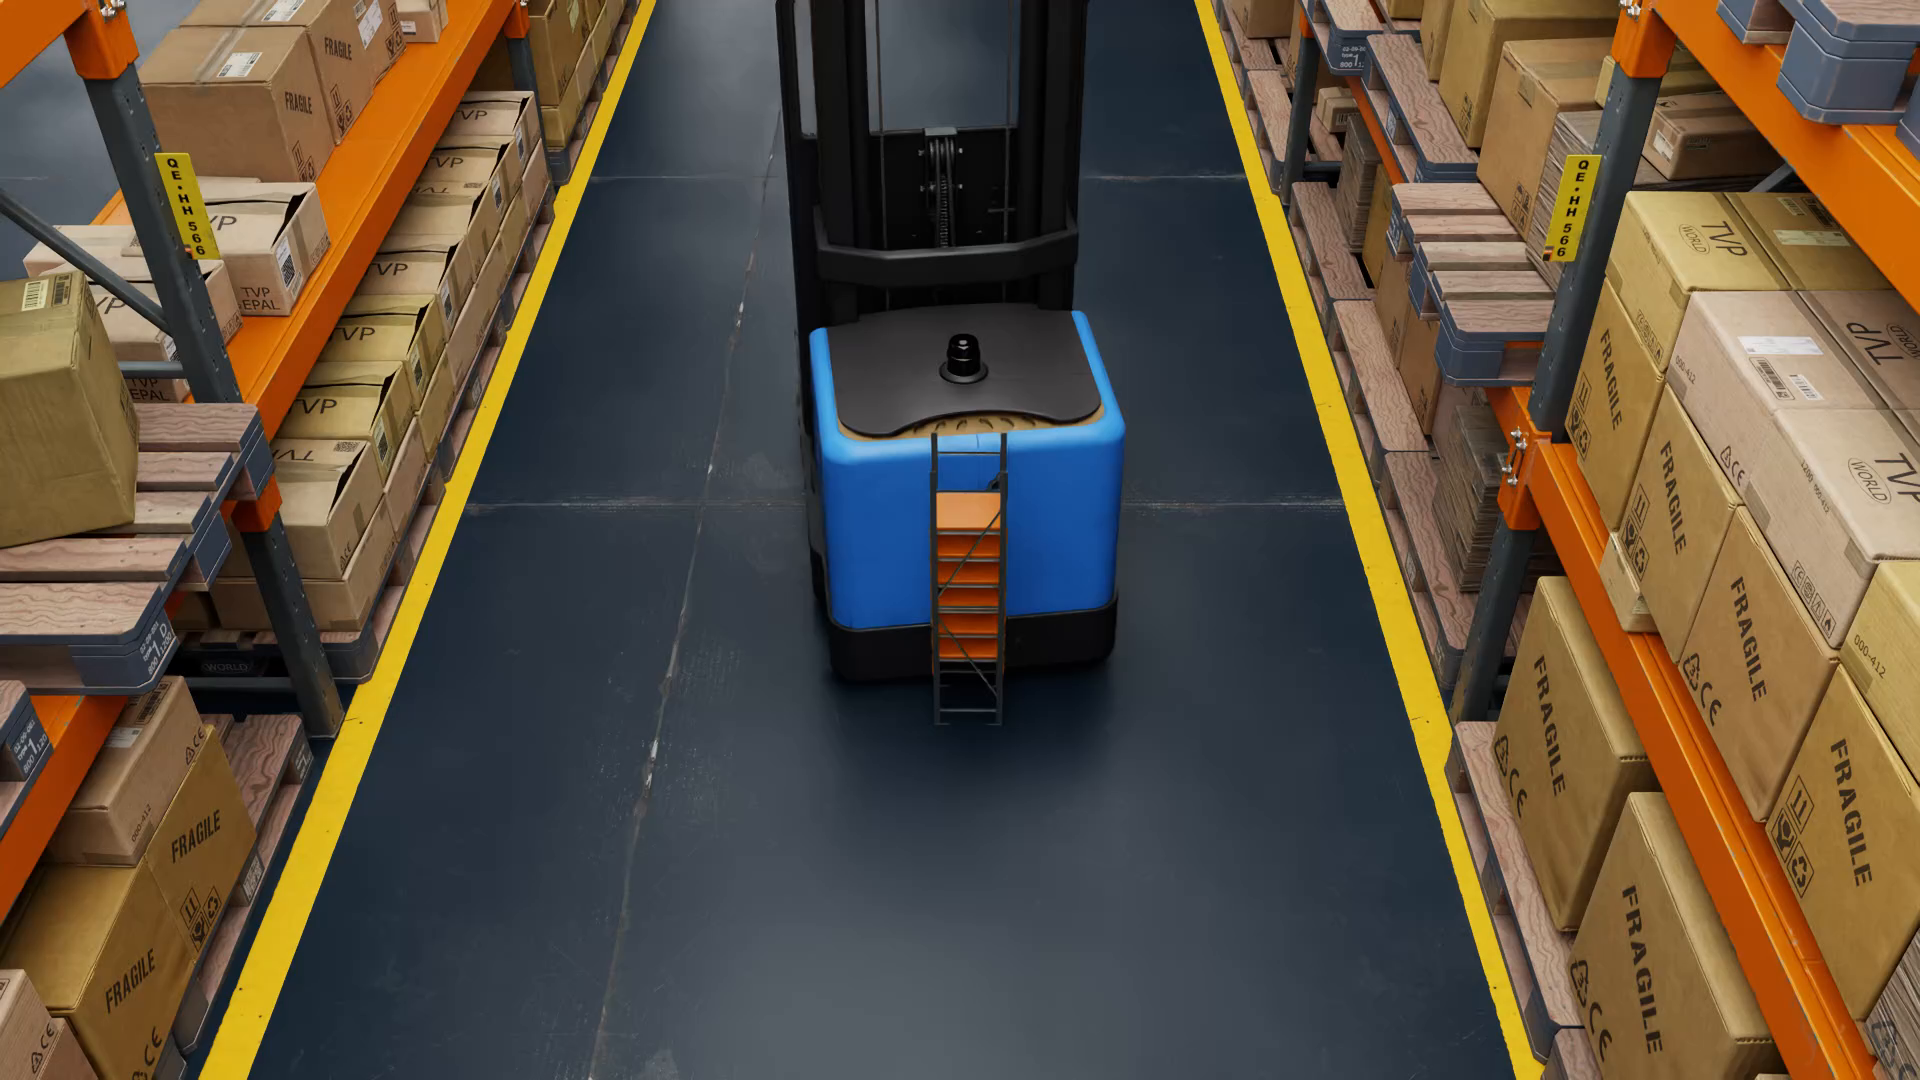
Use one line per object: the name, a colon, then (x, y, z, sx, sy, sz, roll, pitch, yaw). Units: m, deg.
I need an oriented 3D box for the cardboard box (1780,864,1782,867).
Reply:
cardboard box: (2.032, 0.747, 3.604, 0.380, 0.149, 0.250, 0, 39, 0)

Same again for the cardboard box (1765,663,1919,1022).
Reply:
cardboard box: (1.995, 0.596, 3.273, 0.500, 0.500, 0.500, 1, 39, 1)

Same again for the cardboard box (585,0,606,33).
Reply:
cardboard box: (-2.396, -3.303, 9.736, 0.500, 0.500, 0.500, 0, 39, 0)

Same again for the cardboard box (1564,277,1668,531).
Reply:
cardboard box: (1.996, -0.367, 4.475, 0.500, 0.500, 0.500, 1, 39, 1)

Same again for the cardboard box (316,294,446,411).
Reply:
cardboard box: (-2.417, -0.787, 6.748, 0.500, 0.311, 0.500, -1, 39, -1)

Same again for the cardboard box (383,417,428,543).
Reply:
cardboard box: (-2.411, -0.235, 6.508, 0.500, 0.250, 0.500, -1, 39, -1)

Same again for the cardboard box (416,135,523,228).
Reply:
cardboard box: (-2.413, -1.735, 7.931, 0.500, 0.311, 0.500, 1, 39, 1)

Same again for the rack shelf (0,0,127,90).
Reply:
rack shelf: (-2.701, -0.141, 2.704, 1.077, 0.370, 4.000, 0, 39, 0)

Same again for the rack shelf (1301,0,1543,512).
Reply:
rack shelf: (2.249, -1.478, 6.771, 1.077, 0.370, 4.000, 0, 39, 0)

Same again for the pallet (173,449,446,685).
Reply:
pallet: (-2.665, 0.071, 6.492, 1.003, 0.211, 1.213, 0, 39, 0)

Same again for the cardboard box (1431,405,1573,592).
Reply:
cardboard box: (2.198, -0.155, 6.191, 0.700, 0.500, 0.500, 0, 39, 1)

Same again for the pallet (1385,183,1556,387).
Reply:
pallet: (2.144, -0.879, 5.601, 1.213, 0.211, 1.003, 0, 39, 0)

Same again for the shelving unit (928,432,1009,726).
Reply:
shelving unit: (0.029, 0.162, 5.578, 0.258, 1.200, 0.189, 0, 43, 1)

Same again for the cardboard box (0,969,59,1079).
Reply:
cardboard box: (-2.457, 1.269, 3.816, 0.500, 0.250, 0.500, -1, 39, -1)

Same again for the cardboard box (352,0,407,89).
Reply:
cardboard box: (-2.722, -2.233, 7.058, 0.500, 0.500, 0.500, 3, 39, 3)

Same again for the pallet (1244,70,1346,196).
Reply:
pallet: (2.210, -2.341, 9.503, 1.003, 0.211, 1.213, 0, 39, 0)

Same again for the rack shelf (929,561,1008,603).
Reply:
rack shelf: (0.029, 0.107, 5.526, 0.258, 0.103, 0.180, 0, 43, 1)

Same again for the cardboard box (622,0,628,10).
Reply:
cardboard box: (-2.401, -3.635, 10.751, 0.500, 0.250, 0.500, 0, 39, 0)

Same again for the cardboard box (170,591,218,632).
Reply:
cardboard box: (-2.947, 0.078, 6.117, 0.500, 0.250, 0.500, 1, 39, 1)

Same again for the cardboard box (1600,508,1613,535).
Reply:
cardboard box: (2.011, -0.054, 4.604, 0.380, 0.149, 0.250, 0, 39, 1)

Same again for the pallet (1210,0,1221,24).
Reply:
pallet: (2.207, -3.867, 11.407, 1.003, 0.211, 1.213, 0, 39, 0)

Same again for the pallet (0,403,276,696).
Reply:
pallet: (-2.632, -0.003, 4.509, 1.213, 0.211, 1.003, 0, 39, 0)

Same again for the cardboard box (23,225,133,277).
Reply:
cardboard box: (-2.980, -0.966, 5.758, 0.380, 0.149, 0.250, 0, 39, 0)

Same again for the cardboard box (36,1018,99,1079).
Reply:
cardboard box: (-2.460, 1.538, 4.079, 0.500, 0.500, 0.500, -1, 39, -2)

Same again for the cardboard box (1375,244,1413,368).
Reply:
cardboard box: (2.275, -1.103, 7.375, 0.700, 0.500, 0.500, 0, 39, 0)

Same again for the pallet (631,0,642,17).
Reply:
pallet: (-2.669, -3.939, 11.496, 1.003, 0.211, 1.213, 0, 39, 0)

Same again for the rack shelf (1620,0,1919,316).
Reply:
rack shelf: (2.253, -0.147, 2.712, 1.077, 0.370, 4.000, 0, 39, 0)

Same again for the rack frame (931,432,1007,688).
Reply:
rack frame: (0.030, 0.099, 5.644, 0.240, 1.200, 0.006, 0, 43, 1)

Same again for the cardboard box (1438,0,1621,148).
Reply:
cardboard box: (2.217, -1.792, 6.155, 0.700, 0.500, 0.500, 0, 39, 0)

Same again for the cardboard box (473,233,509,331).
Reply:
cardboard box: (-2.417, -1.199, 7.711, 0.500, 0.250, 0.500, 1, 39, 1)

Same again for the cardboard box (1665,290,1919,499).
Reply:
cardboard box: (1.995, -0.343, 3.846, 0.500, 0.250, 0.500, -1, 39, -1)

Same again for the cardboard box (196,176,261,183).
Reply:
cardboard box: (-2.761, -1.202, 6.052, 0.380, 0.149, 0.250, 3, 39, 3)

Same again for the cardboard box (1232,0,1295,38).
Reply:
cardboard box: (2.104, -3.459, 10.315, 0.700, 0.500, 0.500, -2, 39, -3)

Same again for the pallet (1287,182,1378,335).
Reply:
pallet: (2.249, -1.434, 8.371, 1.003, 0.211, 1.213, 0, 39, 0)

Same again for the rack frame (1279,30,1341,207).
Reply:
rack frame: (2.246, -3.009, 8.107, 1.000, 3.000, 0.127, 0, 39, 0)

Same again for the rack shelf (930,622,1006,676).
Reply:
rack shelf: (0.029, 0.369, 5.774, 0.258, 0.103, 0.180, 0, 43, 1)

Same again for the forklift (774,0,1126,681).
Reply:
forklift: (-0.132, -1.553, 6.344, 1.130, 2.935, 3.031, -5, 39, -6)

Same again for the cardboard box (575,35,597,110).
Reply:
cardboard box: (-2.400, -2.697, 9.580, 0.500, 0.250, 0.500, 0, 39, 0)

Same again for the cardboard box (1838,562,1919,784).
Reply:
cardboard box: (2.006, 0.289, 3.058, 0.500, 0.250, 0.500, -1, 39, -1)

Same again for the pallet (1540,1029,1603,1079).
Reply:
pallet: (2.175, 1.834, 4.292, 1.003, 0.211, 1.213, 0, 39, 0)

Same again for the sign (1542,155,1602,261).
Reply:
sign: (1.708, -0.923, 4.640, 0.100, 0.325, 0.005, 0, 39, 0)

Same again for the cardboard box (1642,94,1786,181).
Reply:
cardboard box: (2.220, -1.188, 4.883, 0.380, 0.149, 0.250, -5, 39, -6)

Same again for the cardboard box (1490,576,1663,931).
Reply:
cardboard box: (2.121, 0.627, 4.952, 0.750, 0.750, 0.750, -1, 39, -1)
